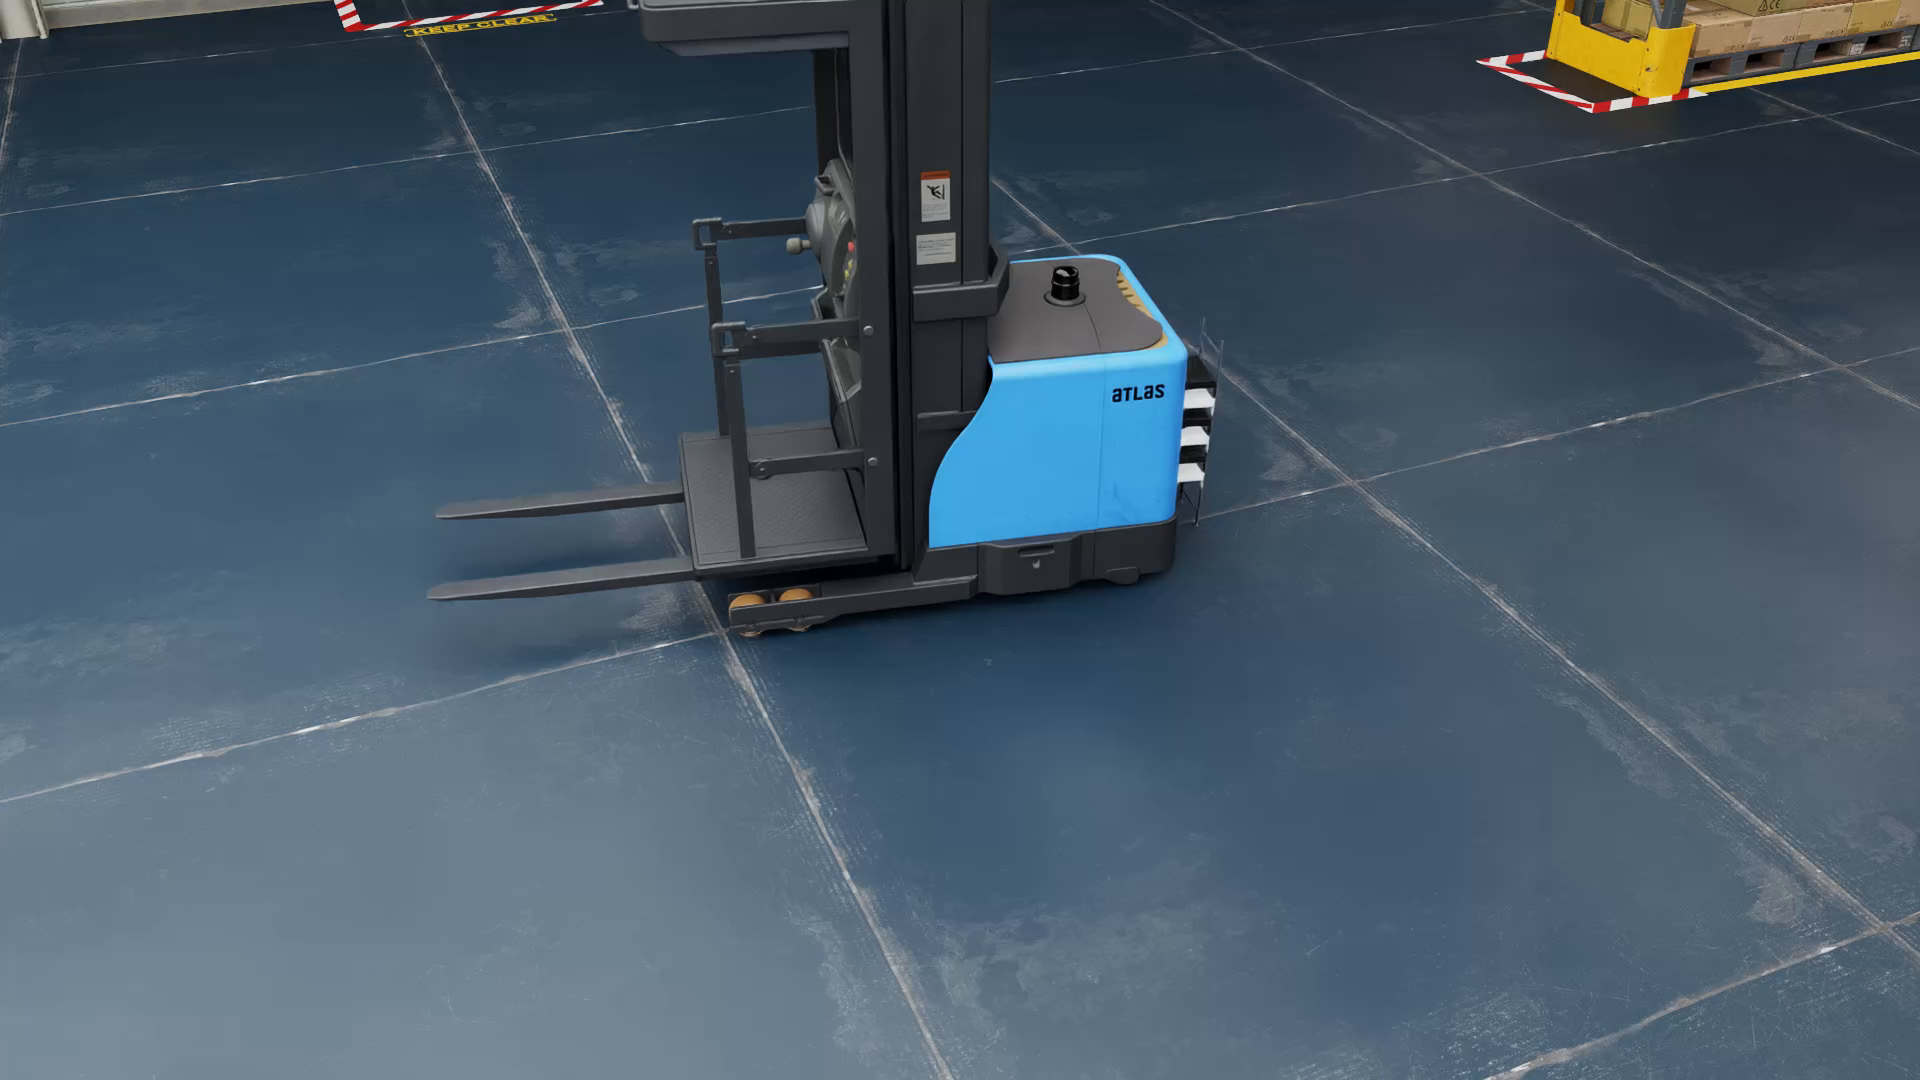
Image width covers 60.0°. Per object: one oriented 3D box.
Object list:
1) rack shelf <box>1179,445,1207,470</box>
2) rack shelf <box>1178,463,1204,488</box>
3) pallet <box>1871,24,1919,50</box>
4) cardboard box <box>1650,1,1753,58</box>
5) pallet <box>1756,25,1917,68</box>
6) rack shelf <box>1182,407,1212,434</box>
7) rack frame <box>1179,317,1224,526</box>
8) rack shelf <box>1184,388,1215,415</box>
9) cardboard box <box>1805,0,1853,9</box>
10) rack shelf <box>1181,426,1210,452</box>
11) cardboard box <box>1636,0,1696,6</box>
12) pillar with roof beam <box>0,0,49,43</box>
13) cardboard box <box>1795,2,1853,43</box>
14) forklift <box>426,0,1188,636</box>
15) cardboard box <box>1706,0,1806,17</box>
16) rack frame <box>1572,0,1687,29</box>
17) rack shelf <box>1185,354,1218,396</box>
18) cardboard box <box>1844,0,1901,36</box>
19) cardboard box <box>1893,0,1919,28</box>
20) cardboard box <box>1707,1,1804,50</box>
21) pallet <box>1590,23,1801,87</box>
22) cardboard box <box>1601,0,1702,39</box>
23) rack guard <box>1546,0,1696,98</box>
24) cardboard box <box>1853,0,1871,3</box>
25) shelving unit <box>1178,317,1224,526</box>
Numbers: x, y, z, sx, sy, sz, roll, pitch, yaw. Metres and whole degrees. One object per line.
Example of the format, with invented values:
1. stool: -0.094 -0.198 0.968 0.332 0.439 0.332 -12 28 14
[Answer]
1. rack shelf: 0.936 -0.392 7.244 0.200 0.077 0.258 -5 33 -12
2. rack shelf: 0.932 -0.316 7.293 0.200 0.077 0.258 -5 33 -12
3. pallet: 7.951 -4.368 13.769 1.213 0.211 1.003 -13 35 -19
4. cardboard box: 5.593 -3.864 12.574 0.500 0.250 0.500 -13 35 -19
5. pallet: 6.824 -4.108 13.370 1.213 0.211 1.003 -13 35 -19
6. rack shelf: 0.944 -0.543 7.148 0.200 0.077 0.258 -5 33 -12
7. rack frame: 1.040 -0.504 7.199 0.006 0.900 0.240 -5 33 -12
8. rack shelf: 0.948 -0.619 7.099 0.200 0.077 0.258 -5 33 -12
9. cardboard box: 6.509 -4.397 12.705 0.500 0.500 0.500 -13 35 -19
10. rack shelf: 0.940 -0.468 7.196 0.200 0.077 0.258 -5 33 -12
11. cardboard box: 5.392 -4.440 12.771 0.500 0.500 0.500 -13 35 -19
12. pillar with roof beam: -5.996 -5.728 7.802 0.400 9.000 9.100 -13 35 -19
13. cardboard box: 6.514 -4.077 12.901 0.500 0.250 0.500 -13 35 -19
14. forklift: -0.668 -1.159 6.343 3.031 2.935 1.130 -6 34 -10
15. cardboard box: 6.053 -4.285 12.533 0.500 0.500 0.500 -13 35 -19
16. rack frame: 5.012 -4.839 11.937 0.127 3.000 1.000 -13 35 -19
17. rack shelf: 0.952 -0.695 7.051 0.200 0.077 0.258 -5 33 -12
18. cardboard box: 6.977 -4.180 13.060 0.500 0.250 0.500 -13 35 -19
19. cardboard box: 7.437 -4.286 13.222 0.500 0.250 0.500 -13 35 -19
20. cardboard box: 6.053 -3.971 12.739 0.500 0.250 0.500 -13 35 -19
21. pallet: 5.701 -3.853 12.978 1.213 0.211 1.003 -13 35 -19
22. cardboard box: 5.392 -4.124 12.974 0.500 0.250 0.500 -13 35 -19
23. rack guard: 4.990 -3.786 12.611 0.348 0.500 1.175 -13 35 -19
24. cardboard box: 6.977 -4.493 12.854 0.500 0.500 0.500 -13 35 -19
25. shelving unit: 0.941 -0.496 7.178 0.210 0.900 0.258 -5 33 -12
